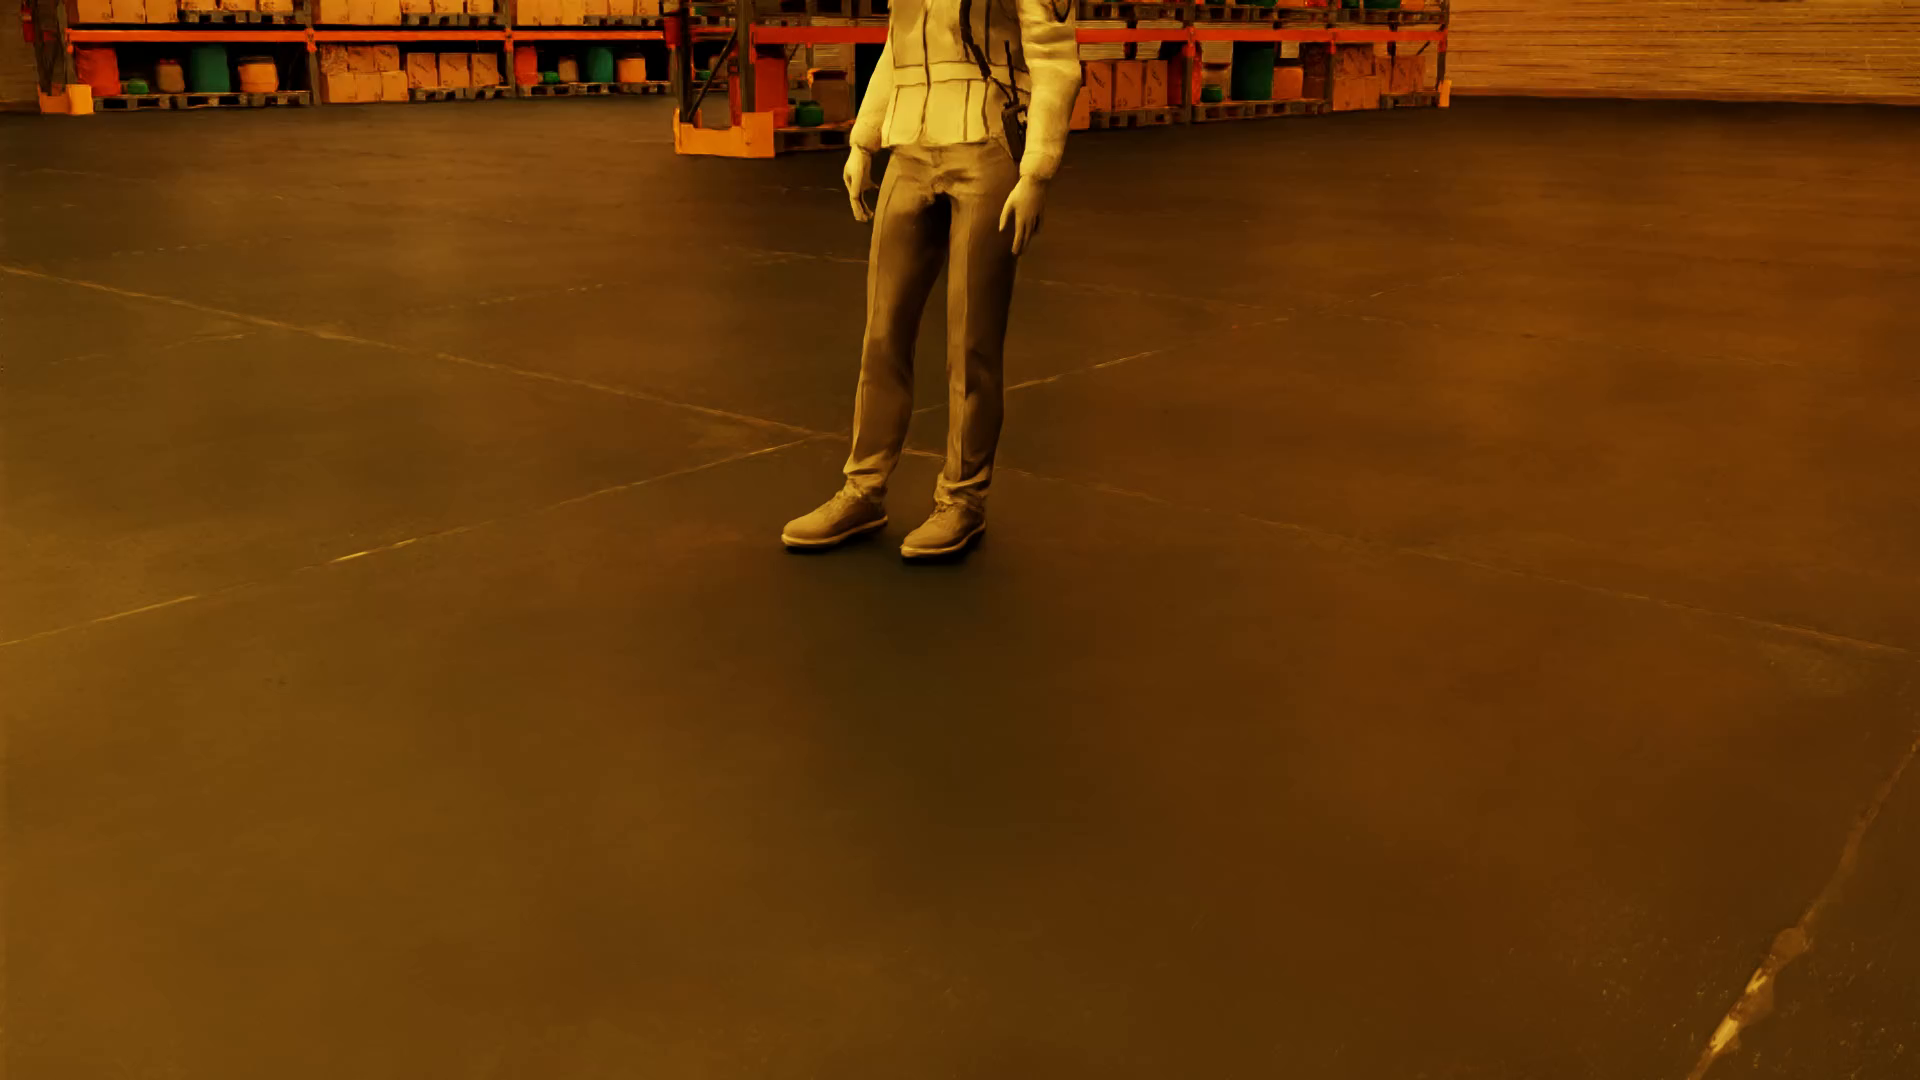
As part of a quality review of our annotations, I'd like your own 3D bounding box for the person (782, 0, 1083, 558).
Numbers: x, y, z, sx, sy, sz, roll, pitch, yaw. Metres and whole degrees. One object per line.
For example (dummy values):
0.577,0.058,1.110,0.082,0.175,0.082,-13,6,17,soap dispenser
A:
-0.049,-0.804,3.648,0.586,1.695,0.532,13,21,37,person
